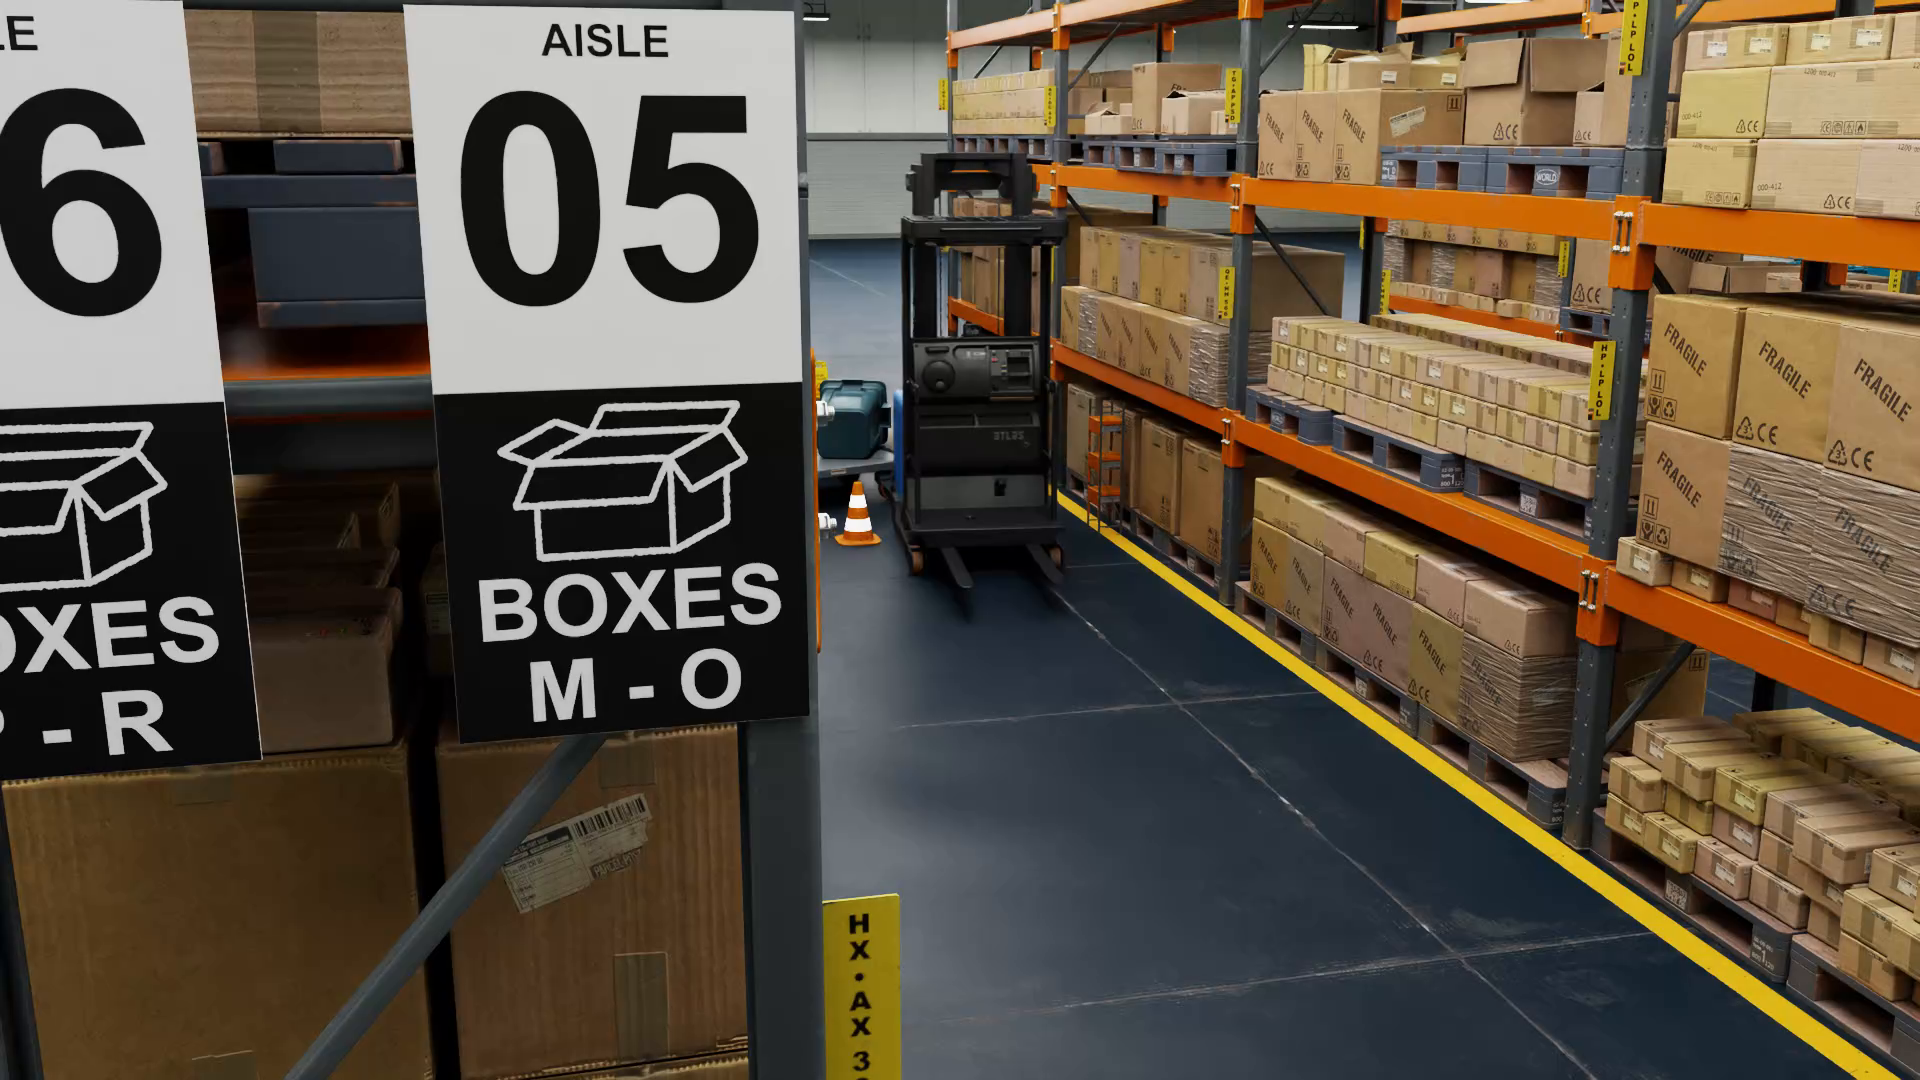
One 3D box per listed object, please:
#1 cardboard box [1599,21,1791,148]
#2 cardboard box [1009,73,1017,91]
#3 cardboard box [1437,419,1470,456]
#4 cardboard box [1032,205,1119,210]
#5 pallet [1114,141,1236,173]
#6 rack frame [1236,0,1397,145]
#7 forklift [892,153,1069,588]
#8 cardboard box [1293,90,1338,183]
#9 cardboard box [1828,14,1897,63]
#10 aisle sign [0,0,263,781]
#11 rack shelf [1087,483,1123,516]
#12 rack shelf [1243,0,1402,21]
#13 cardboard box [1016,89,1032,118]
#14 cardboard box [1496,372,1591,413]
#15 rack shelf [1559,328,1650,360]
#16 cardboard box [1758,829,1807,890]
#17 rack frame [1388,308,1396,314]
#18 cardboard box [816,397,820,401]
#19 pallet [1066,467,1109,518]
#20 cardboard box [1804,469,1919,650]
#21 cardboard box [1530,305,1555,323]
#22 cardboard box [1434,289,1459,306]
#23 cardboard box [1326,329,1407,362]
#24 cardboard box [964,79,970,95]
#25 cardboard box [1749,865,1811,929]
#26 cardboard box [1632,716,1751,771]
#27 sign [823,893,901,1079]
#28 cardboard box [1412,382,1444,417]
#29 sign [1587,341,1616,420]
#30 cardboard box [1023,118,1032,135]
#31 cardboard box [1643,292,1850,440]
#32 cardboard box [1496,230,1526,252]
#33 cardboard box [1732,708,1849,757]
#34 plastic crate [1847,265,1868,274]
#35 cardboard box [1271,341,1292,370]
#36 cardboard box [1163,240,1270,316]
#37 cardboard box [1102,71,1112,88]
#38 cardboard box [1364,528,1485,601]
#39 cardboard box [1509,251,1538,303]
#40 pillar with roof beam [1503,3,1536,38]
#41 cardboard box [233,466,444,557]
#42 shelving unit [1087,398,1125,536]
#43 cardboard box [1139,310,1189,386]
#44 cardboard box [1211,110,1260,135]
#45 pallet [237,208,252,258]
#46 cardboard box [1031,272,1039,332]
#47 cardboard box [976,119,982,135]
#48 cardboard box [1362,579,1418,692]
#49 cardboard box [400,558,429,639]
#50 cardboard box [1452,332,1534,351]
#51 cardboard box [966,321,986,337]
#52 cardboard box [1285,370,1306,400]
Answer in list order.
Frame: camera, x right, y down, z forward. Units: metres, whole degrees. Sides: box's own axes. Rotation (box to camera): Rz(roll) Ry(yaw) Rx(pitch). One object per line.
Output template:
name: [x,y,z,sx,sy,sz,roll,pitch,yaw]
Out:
cardboard box: [3.200,-1.929,7.086,0.700,0.500,0.500,-3,14,-13]
cardboard box: [0.669,-4.246,15.421,0.380,0.149,0.250,-3,14,-13]
cardboard box: [2.649,-0.527,8.409,0.380,0.149,0.250,-4,14,-16]
cardboard box: [1.015,-2.908,15.919,0.875,0.550,0.550,-3,14,-13]
pallet: [1.774,-2.817,12.215,1.003,0.211,1.213,-3,14,-11]
rack frame: [2.243,-3.963,10.186,1.000,3.000,0.127,-3,14,-13]
forklift: [0.152,-1.267,11.938,1.130,2.935,3.031,-2,14,-7]
cardboard box: [2.242,-2.292,9.459,0.500,0.500,0.500,-3,14,-13]
cardboard box: [3.177,-1.684,5.601,0.380,0.149,0.250,-4,14,-15]
aisle sign: [-0.951,-0.132,1.671,0.394,0.787,0.004,-3,14,-13]
rack shelf: [1.144,-0.295,13.138,0.215,0.259,0.240,-4,14,-16]
rack shelf: [2.712,-2.957,8.430,1.077,0.370,4.000,-3,14,-13]
cardboard box: [0.820,-3.968,15.123,0.500,0.250,0.500,-3,14,-13]
cardboard box: [2.775,-0.700,7.862,0.380,0.149,0.250,-4,14,-15]
rack shelf: [6.618,-1.413,13.908,1.077,0.370,4.000,-3,14,-13]
cardboard box: [3.256,1.182,6.262,0.380,0.149,0.250,-4,14,-16]
rack frame: [5.209,-3.147,19.488,1.000,3.000,0.127,-3,14,-13]
cardboard box: [-1.551,-1.118,16.442,0.637,0.503,0.797,10,17,35]
pallet: [1.558,-0.443,14.294,1.003,0.211,1.213,-3,14,-13]
cardboard box: [3.260,0.042,5.599,0.500,0.500,0.500,-4,14,-14]
cardboard box: [5.763,-2.194,16.115,0.380,0.149,0.250,-3,14,-13]
cardboard box: [5.302,-2.594,17.756,0.380,0.149,0.250,-3,14,-13]
cardboard box: [2.344,-1.122,9.590,0.380,0.149,0.250,-4,14,-16]
cardboard box: [0.251,-4.657,17.103,0.380,0.149,0.250,-3,14,-14]
cardboard box: [3.235,1.329,6.289,0.380,0.149,0.250,-4,14,-14]
cardboard box: [3.062,0.857,6.966,0.380,0.149,0.250,-3,14,-11]
sign: [-0.125,0.608,2.128,0.100,0.325,0.005,-3,14,-13]
cardboard box: [2.584,-0.737,8.640,0.380,0.149,0.250,-3,14,-13]
sign: [2.643,-0.656,6.853,0.100,0.325,0.005,-3,14,-13]
cardboard box: [0.785,-3.743,15.039,0.380,0.149,0.250,-3,14,-12]
cardboard box: [3.051,-0.687,6.473,0.500,0.500,0.500,-3,14,-12]
cardboard box: [5.656,-3.107,16.379,0.500,0.500,0.500,-3,14,-13]
cardboard box: [3.519,0.834,7.062,0.380,0.149,0.250,-3,14,-12]
plastic crate: [10.579,-3.102,19.617,0.499,0.251,0.408,-3,14,-13]
cardboard box: [2.161,-1.152,10.340,0.380,0.149,0.250,-3,14,-11]
cardboard box: [1.904,-1.922,12.154,0.700,0.500,0.500,-4,14,-14]
cardboard box: [1.487,-4.108,14.854,0.380,0.149,0.250,-3,14,-14]
cardboard box: [2.516,0.122,8.908,0.500,0.250,0.500,-4,14,-16]
cardboard box: [6.019,-2.642,16.583,0.875,0.500,0.500,-3,14,-13]
pillar with roof beam: [10.837,-12.073,43.382,9.100,9.000,0.548,-3,14,-13]
cardboard box: [-1.182,-0.061,3.173,0.380,0.149,0.250,-3,14,-14]
shelving unit: [1.144,-0.575,13.070,0.215,1.050,0.252,-4,14,-16]
cardboard box: [1.643,-1.416,12.193,0.500,0.500,0.500,-4,14,-14]
cardboard box: [1.888,-2.770,11.023,0.380,0.166,0.250,-3,14,-13]
pallet: [-1.141,-0.770,3.626,1.003,0.211,1.213,-3,14,-13]
cardboard box: [1.054,-2.254,15.517,0.875,0.550,0.550,-3,14,-13]
cardboard box: [0.370,-4.152,16.713,0.380,0.149,0.250,-3,14,-13]
cardboard box: [2.527,0.491,8.979,0.500,0.500,0.500,-4,14,-14]
cardboard box: [-1.162,0.345,2.876,0.500,0.500,0.500,-3,14,-13]
cardboard box: [3.039,-1.096,9.483,0.380,0.149,0.250,-3,14,-13]
cardboard box: [0.587,-1.913,18.029,0.875,0.875,0.875,-3,14,-13]
cardboard box: [2.214,-0.954,10.156,0.380,0.149,0.250,-3,14,-10]
